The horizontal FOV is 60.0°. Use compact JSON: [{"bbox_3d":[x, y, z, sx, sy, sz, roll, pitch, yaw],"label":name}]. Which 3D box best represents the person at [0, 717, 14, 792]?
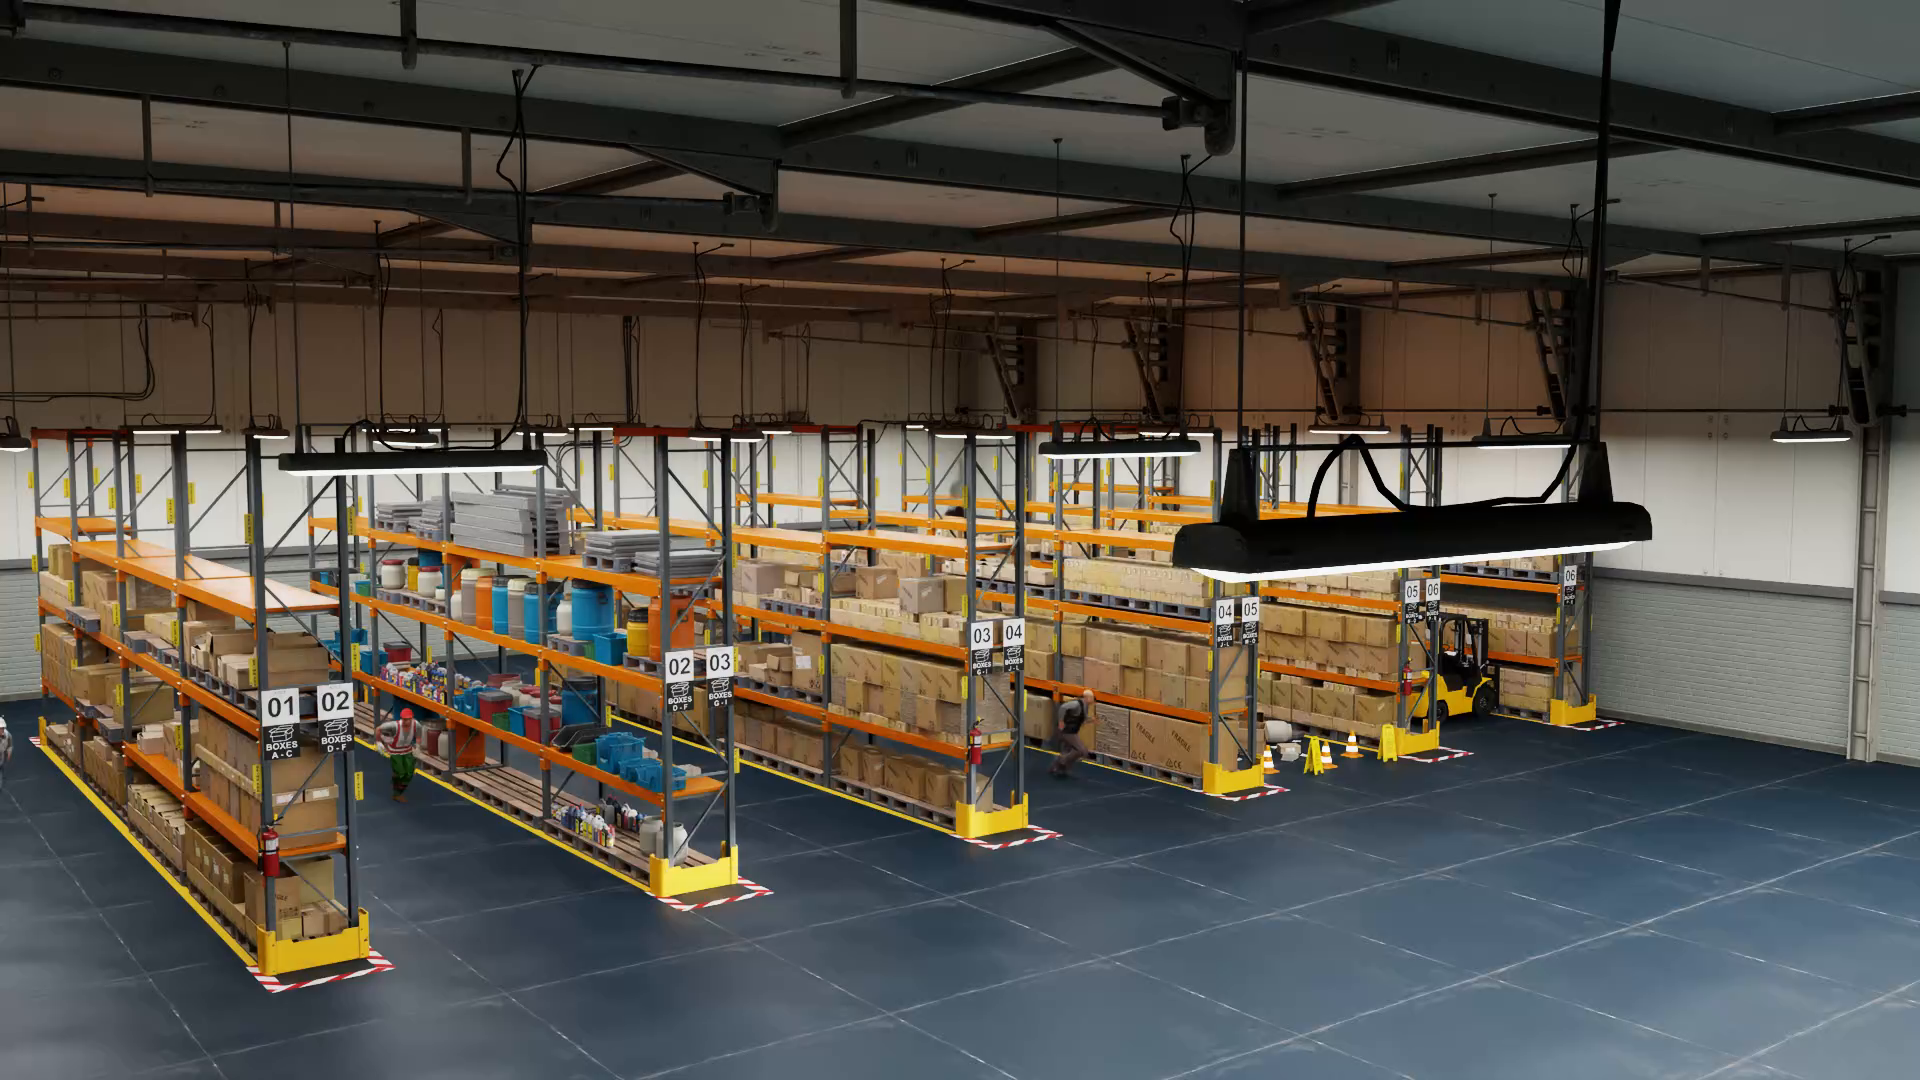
[{"bbox_3d":[-15.053,3.509,25.776,0.863,1.598,0.684,3,5,35],"label":"person"}]

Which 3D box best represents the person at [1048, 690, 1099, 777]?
[{"bbox_3d":[1.925,3.314,28.423,0.918,1.549,0.688,2,5,26],"label":"person"}]

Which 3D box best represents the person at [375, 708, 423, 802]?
[{"bbox_3d":[-8.967,3.452,26.628,0.695,1.592,0.820,-3,6,-38],"label":"person"}]

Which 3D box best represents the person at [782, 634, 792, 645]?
[{"bbox_3d":[-4.572,2.000,43.957,0.658,1.745,0.625,3,5,35],"label":"person"}]
